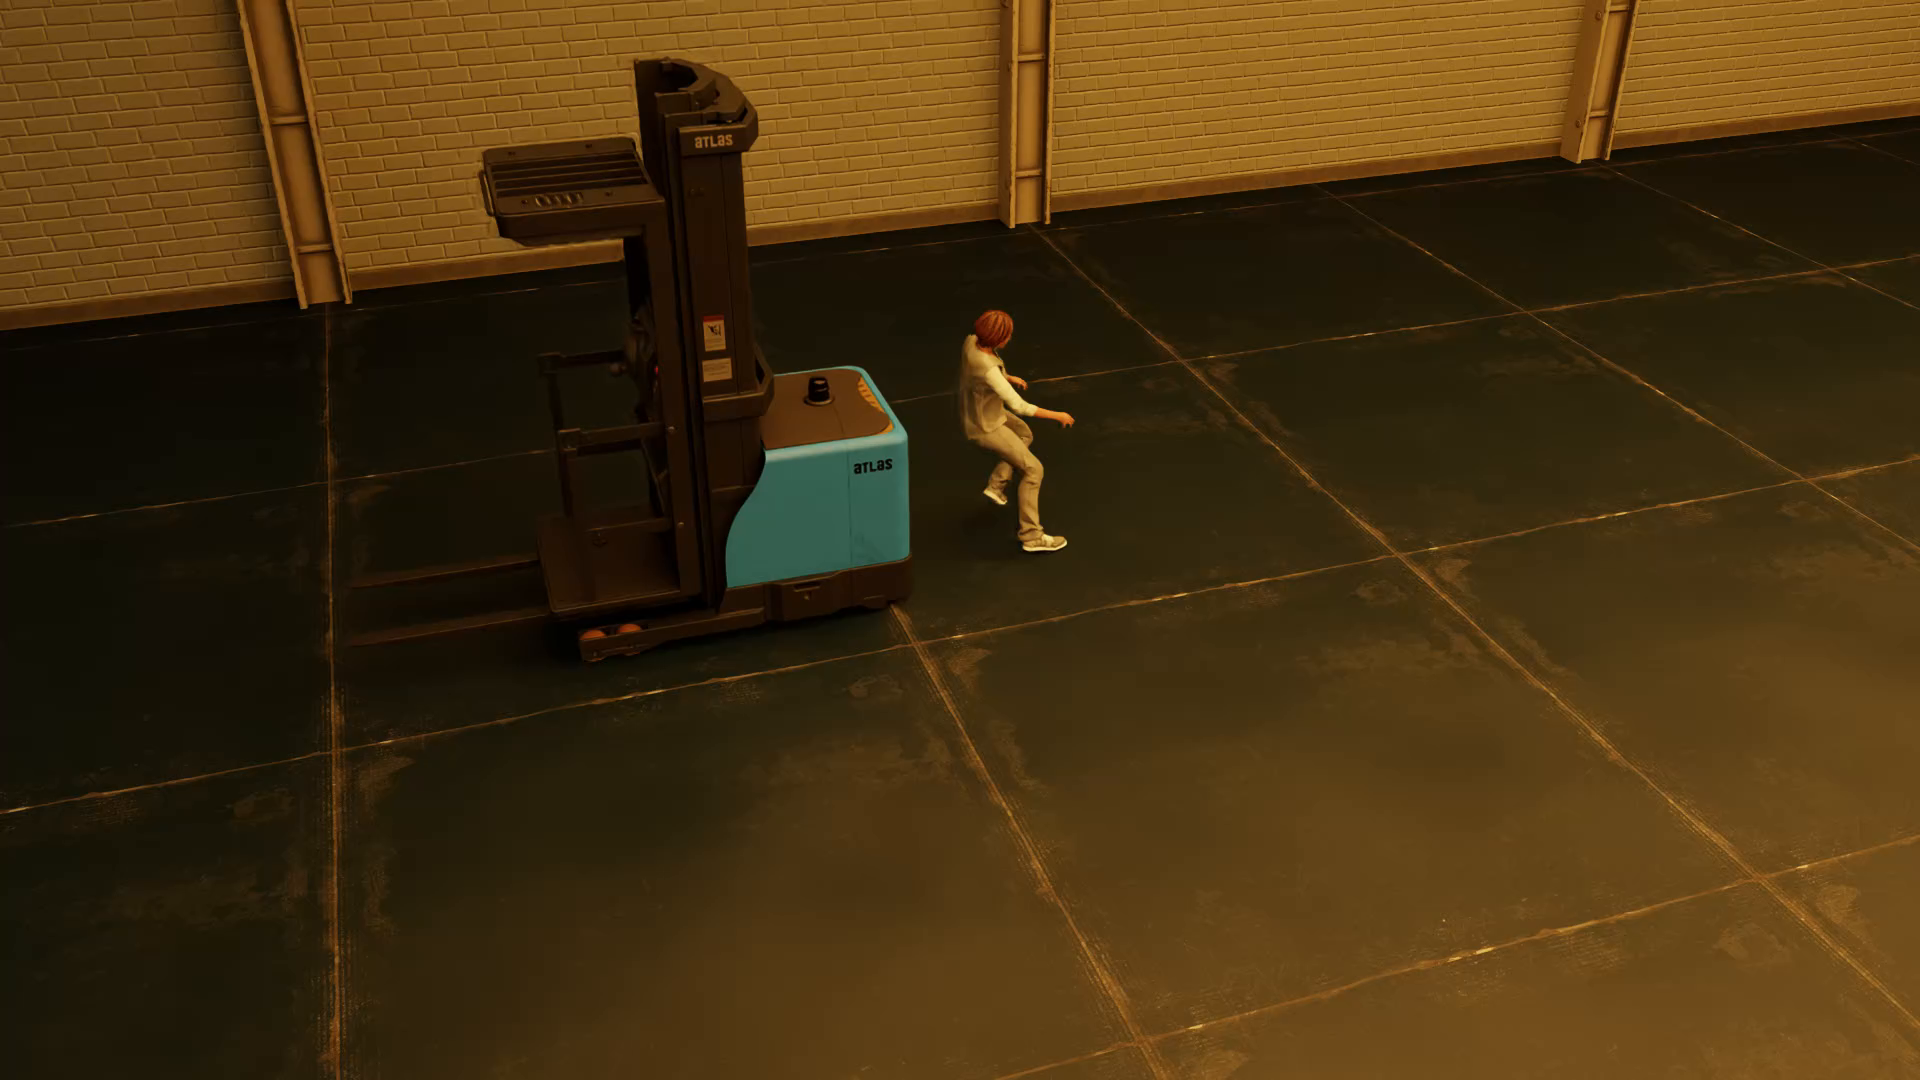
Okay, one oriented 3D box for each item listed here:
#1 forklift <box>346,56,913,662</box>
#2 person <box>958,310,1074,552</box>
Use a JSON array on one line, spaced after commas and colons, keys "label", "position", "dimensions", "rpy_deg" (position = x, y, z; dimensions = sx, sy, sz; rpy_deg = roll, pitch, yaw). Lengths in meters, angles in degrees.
[{"label": "forklift", "position": [-1.840, -0.915, 8.677], "dimensions": [3.031, 2.935, 1.130], "rpy_deg": [-9, 31, -15]}, {"label": "person", "position": [0.325, -0.707, 9.805], "dimensions": [0.639, 1.432, 0.701], "rpy_deg": [-5, 30, -9]}]
